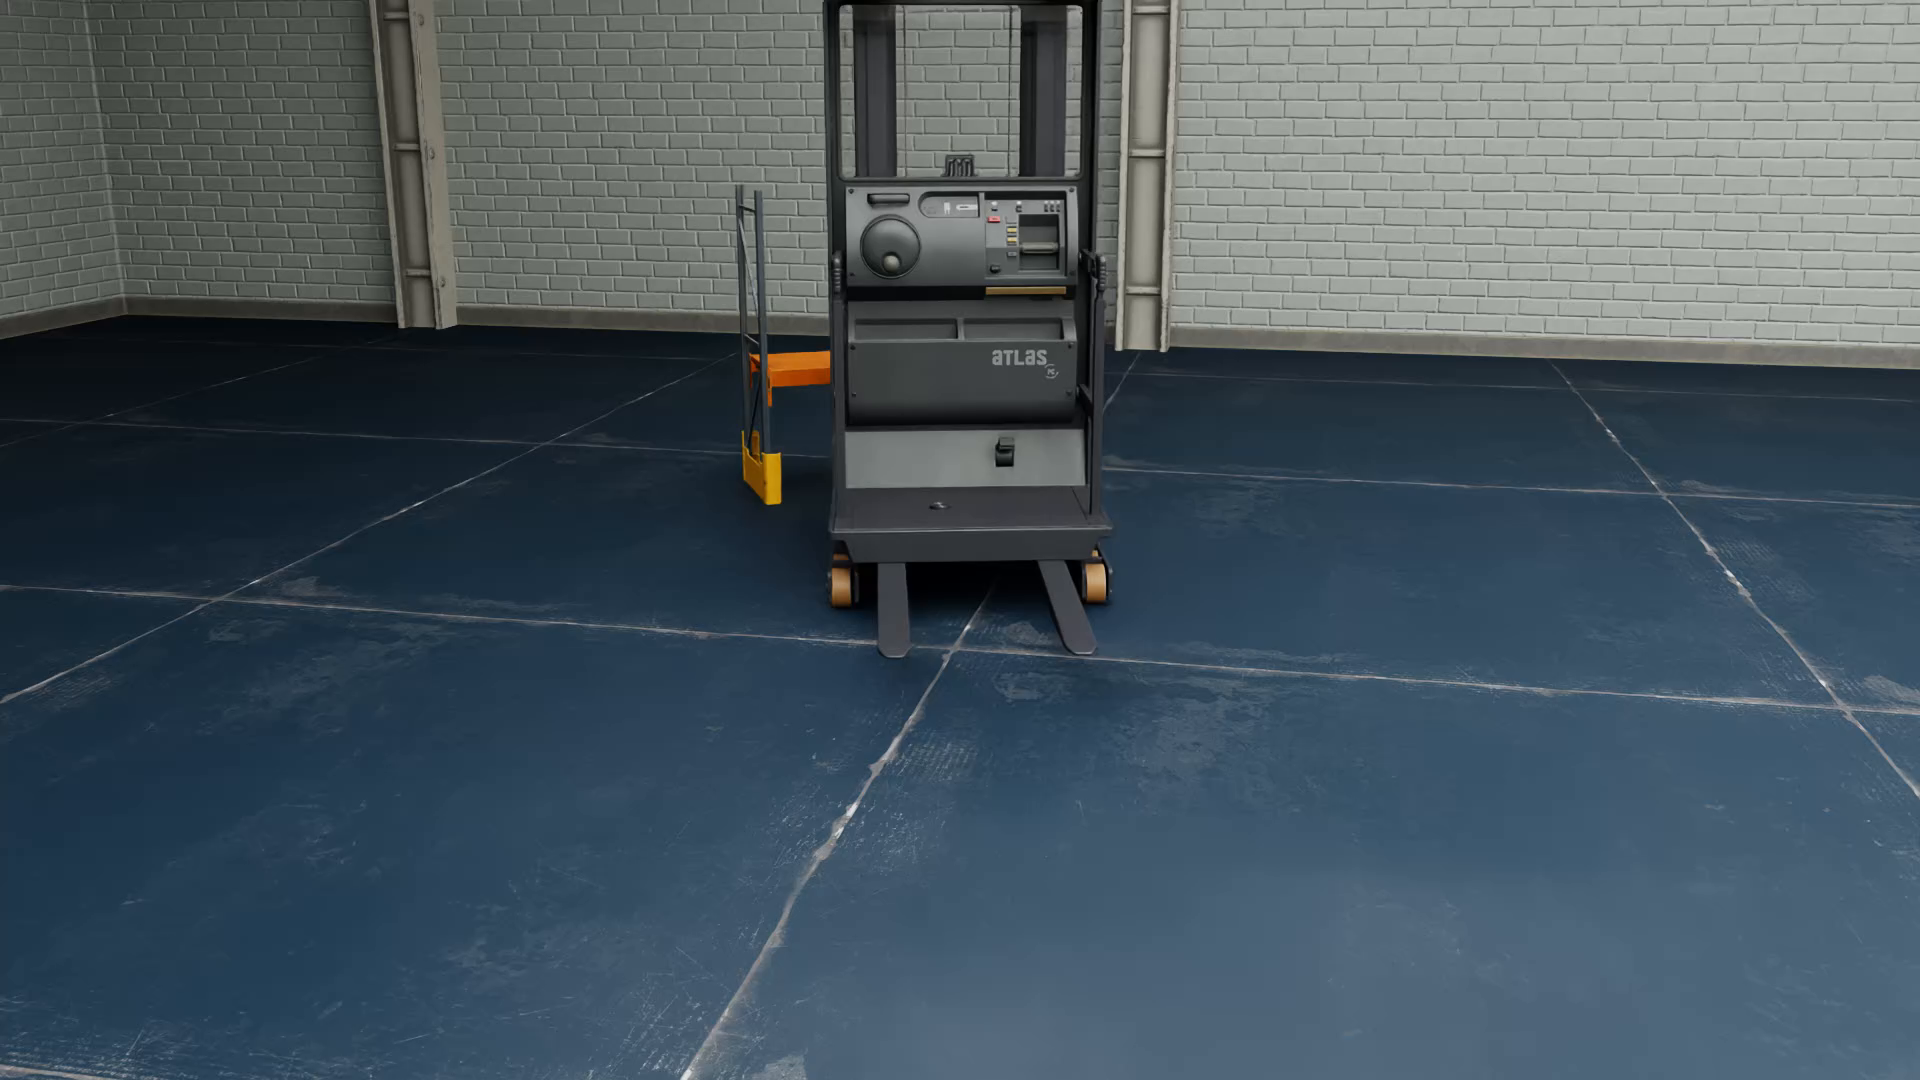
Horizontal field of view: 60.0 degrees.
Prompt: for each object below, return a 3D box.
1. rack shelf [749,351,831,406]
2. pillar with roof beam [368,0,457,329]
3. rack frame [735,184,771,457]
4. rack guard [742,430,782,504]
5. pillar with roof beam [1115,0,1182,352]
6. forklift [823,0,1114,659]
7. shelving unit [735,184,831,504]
[{"bbox_3d":[-0.535,-0.841,8.393,1.000,0.185,0.538,-5,16,-18],"label":"rack shelf"},{"bbox_3d":[-5.329,-5.011,8.726,0.400,9.000,9.100,3,16,11],"label":"pillar with roof beam"},{"bbox_3d":[-1.016,-0.971,8.188,0.032,1.500,0.500,-5,16,-18],"label":"rack frame"},{"bbox_3d":[-0.998,-0.370,8.361,0.087,0.250,0.587,-5,16,-18],"label":"rack guard"},{"bbox_3d":[0.551,-4.692,7.574,0.400,9.000,9.100,3,16,11],"label":"pillar with roof beam"},{"bbox_3d":[0.021,-1.232,6.451,1.130,2.935,3.031,-1,16,-3],"label":"forklift"},{"bbox_3d":[-0.526,-1.015,8.348,1.083,1.500,0.587,-5,16,-18],"label":"shelving unit"}]
